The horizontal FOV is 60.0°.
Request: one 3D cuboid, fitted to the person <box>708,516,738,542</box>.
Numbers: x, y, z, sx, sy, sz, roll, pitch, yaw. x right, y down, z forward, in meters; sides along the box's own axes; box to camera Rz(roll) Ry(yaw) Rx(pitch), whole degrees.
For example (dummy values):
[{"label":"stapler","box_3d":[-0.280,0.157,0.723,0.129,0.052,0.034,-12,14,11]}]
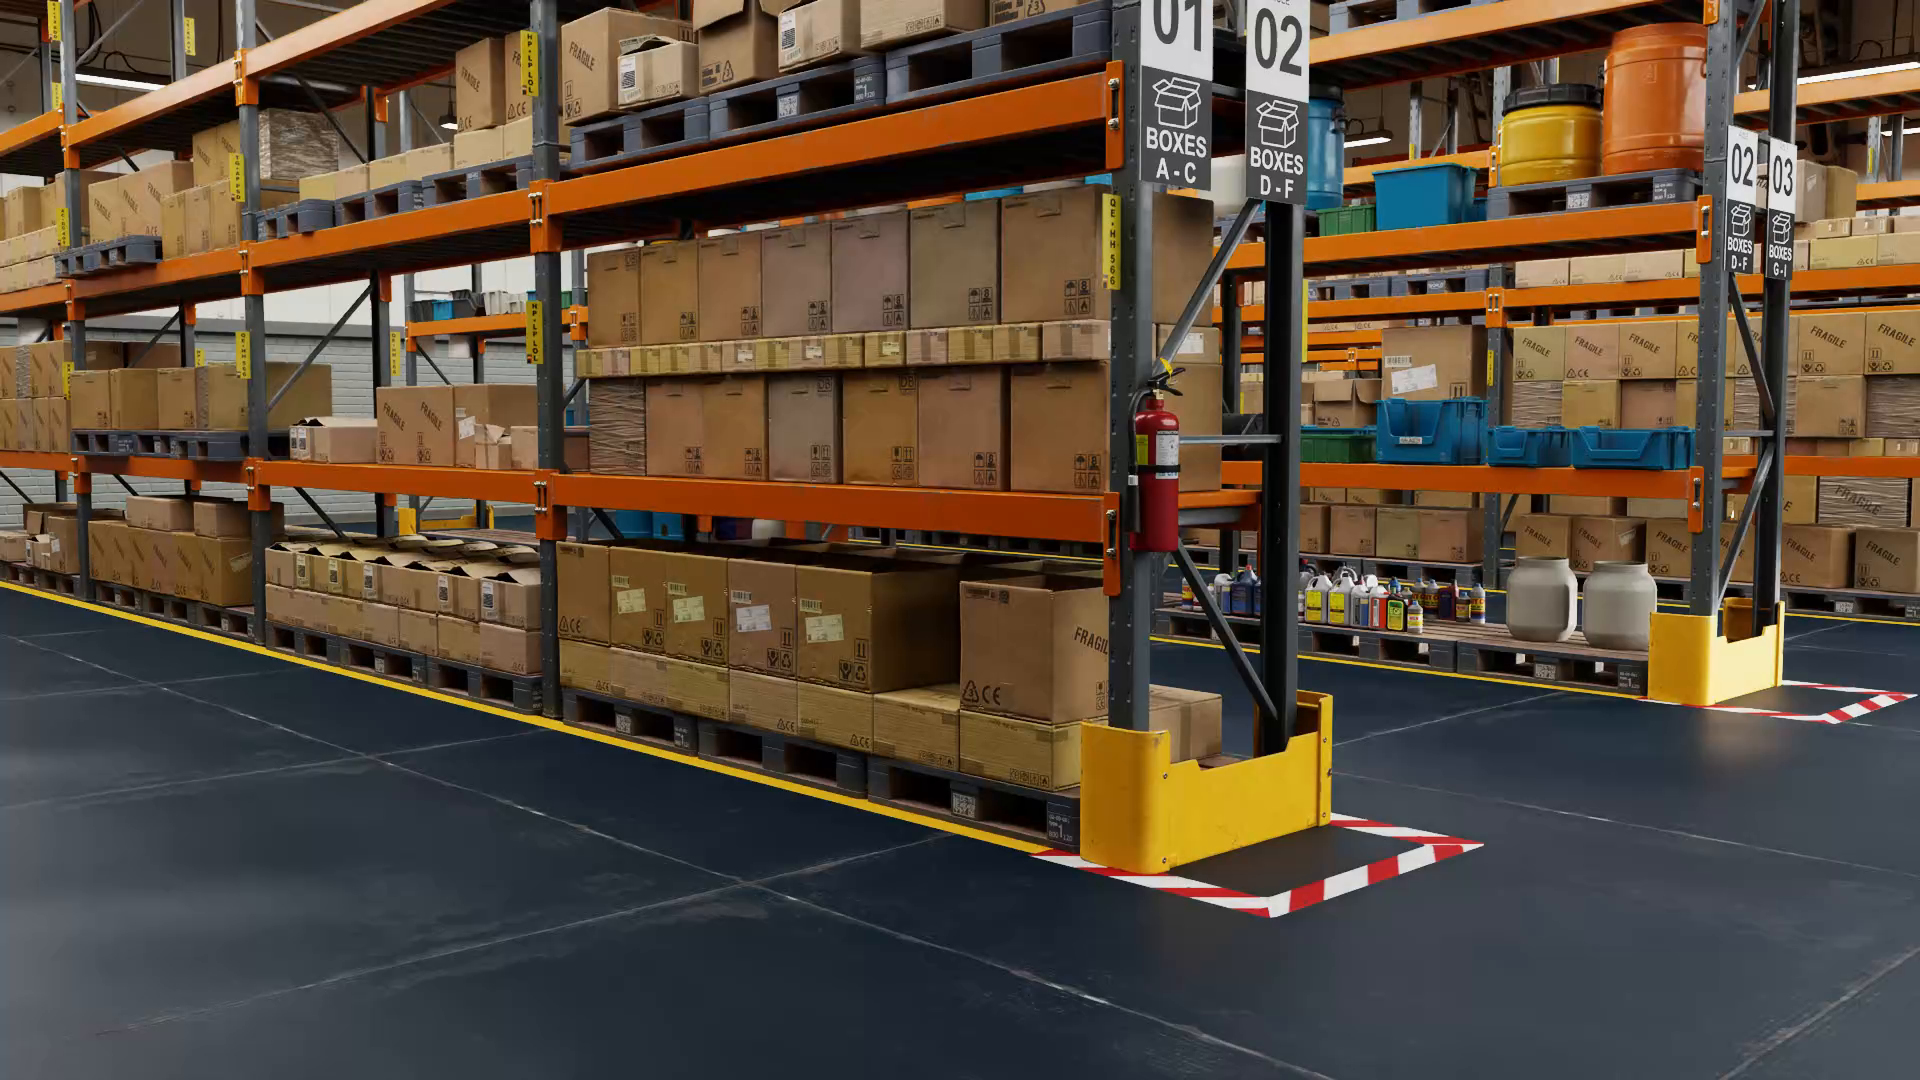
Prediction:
[{"label":"person","box_3d":[-2.078,-0.273,14.324,0.481,1.622,0.723,-4,6,-43]}]
